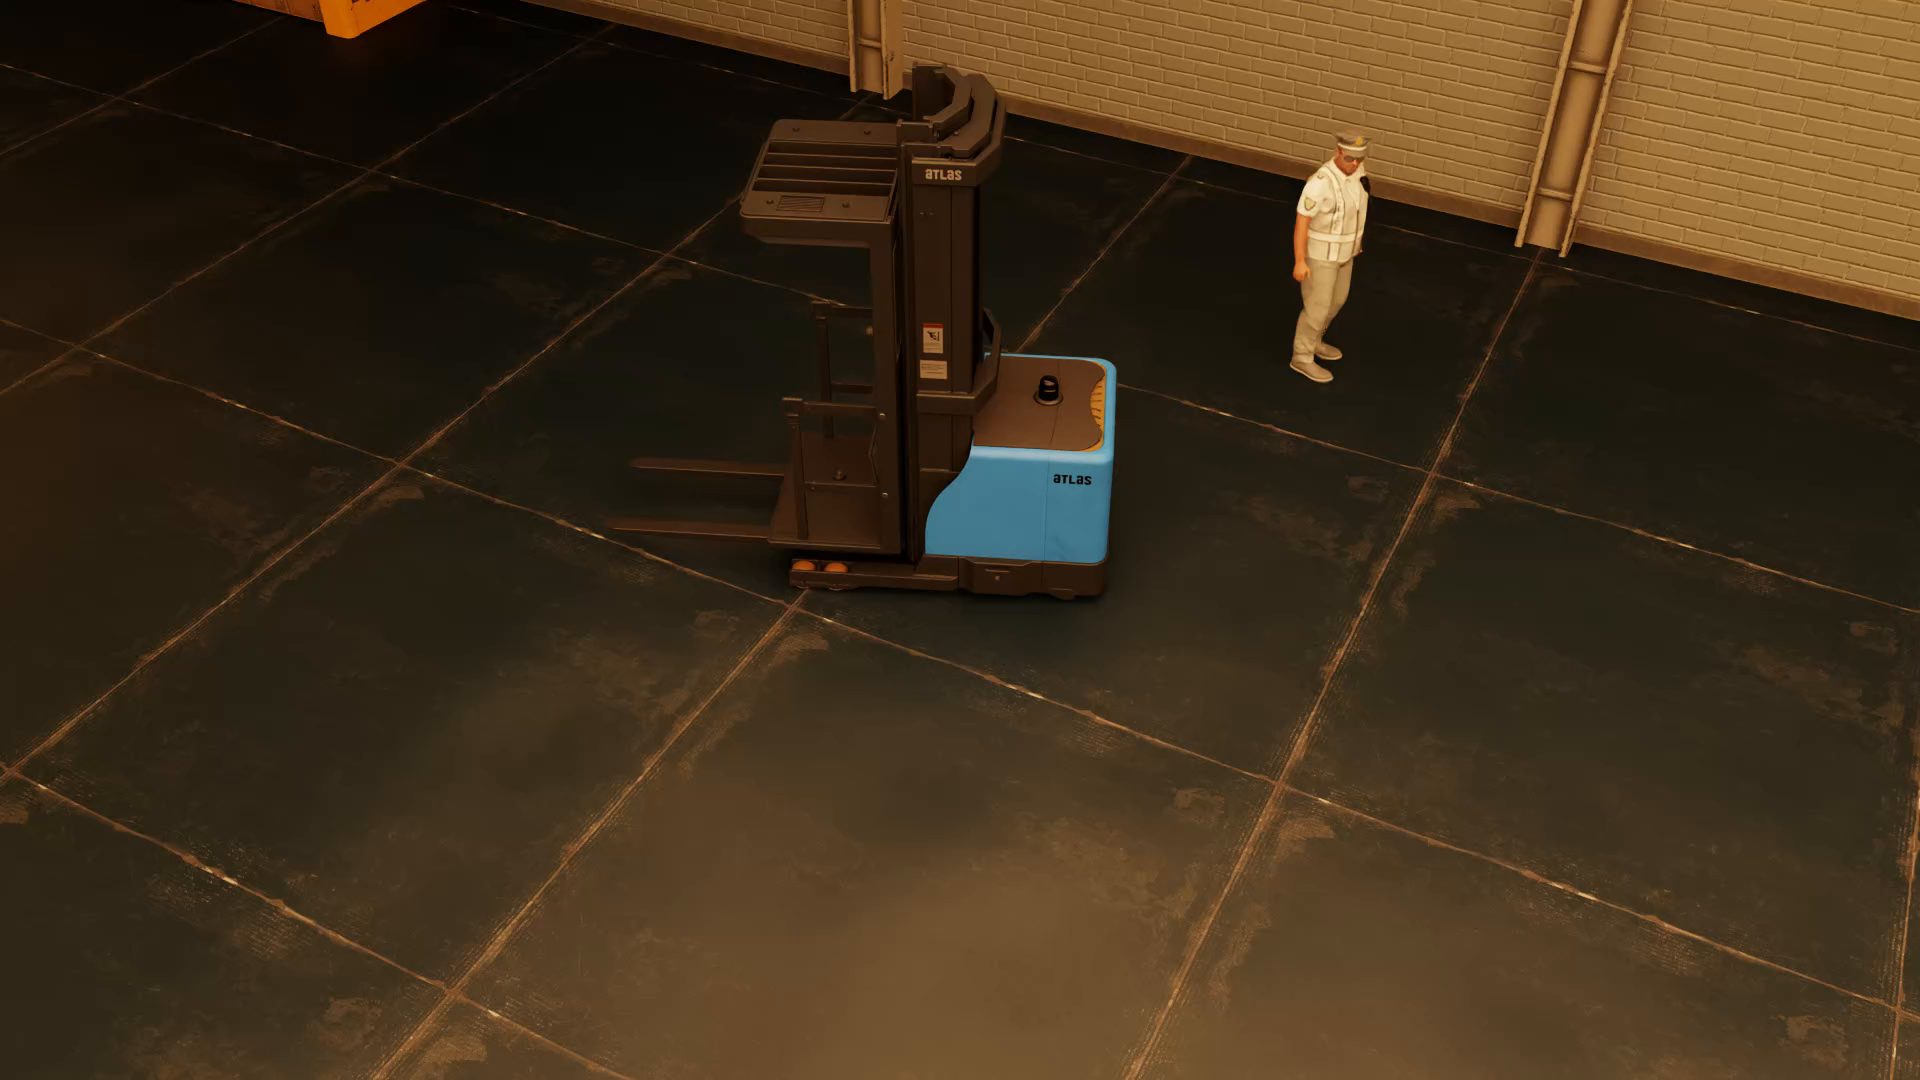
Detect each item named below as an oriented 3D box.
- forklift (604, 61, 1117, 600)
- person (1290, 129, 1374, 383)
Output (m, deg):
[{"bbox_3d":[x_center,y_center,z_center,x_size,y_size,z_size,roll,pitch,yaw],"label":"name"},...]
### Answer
[{"bbox_3d":[-0.606,-1.157,9.360,3.031,2.935,1.130,3,40,4],"label":"forklift"},{"bbox_3d":[2.509,-1.932,11.199,0.462,1.749,0.684,30,49,31],"label":"person"}]
